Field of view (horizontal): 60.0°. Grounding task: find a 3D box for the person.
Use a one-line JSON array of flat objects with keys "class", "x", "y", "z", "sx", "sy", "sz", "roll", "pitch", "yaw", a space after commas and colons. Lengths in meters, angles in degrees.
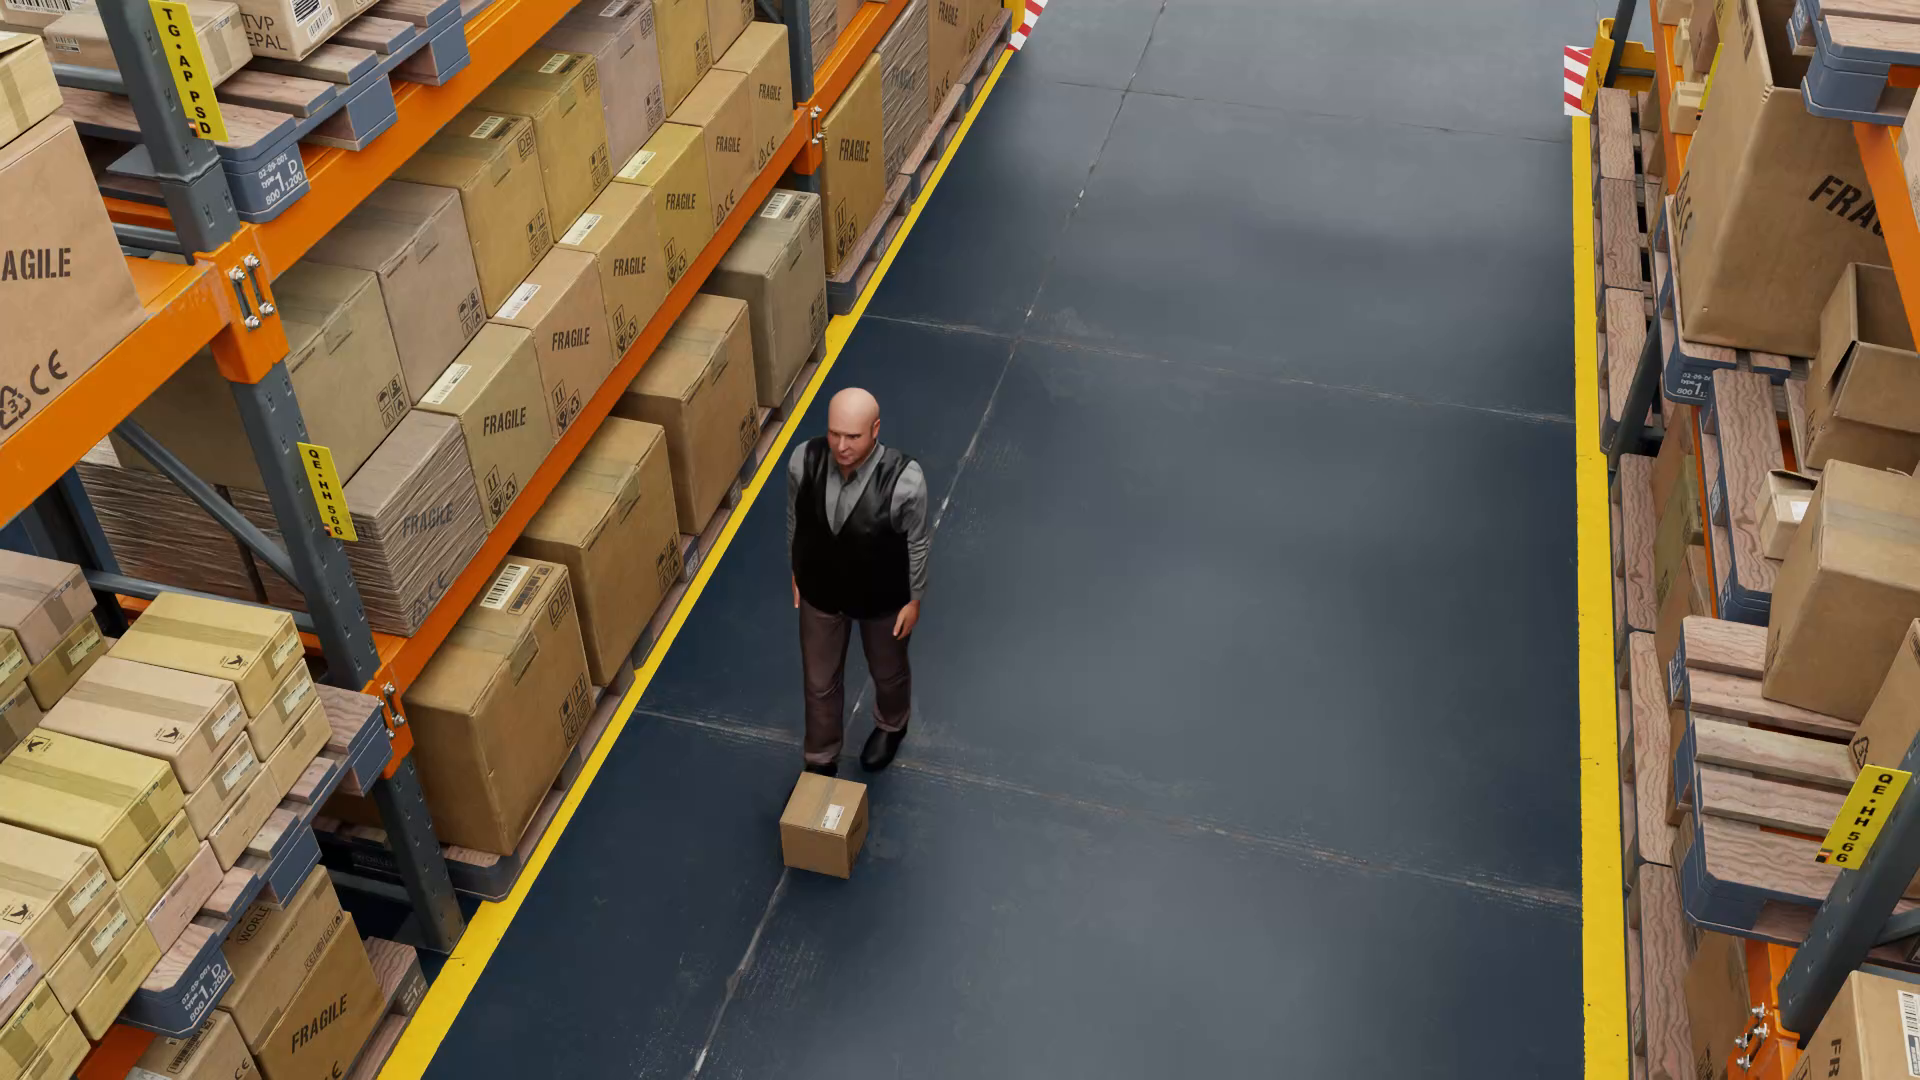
[{"class": "person", "x": -0.390, "y": 0.240, "z": 5.909, "sx": 0.536, "sy": 1.728, "sz": 0.598, "roll": 10, "pitch": 42, "yaw": 11}]
